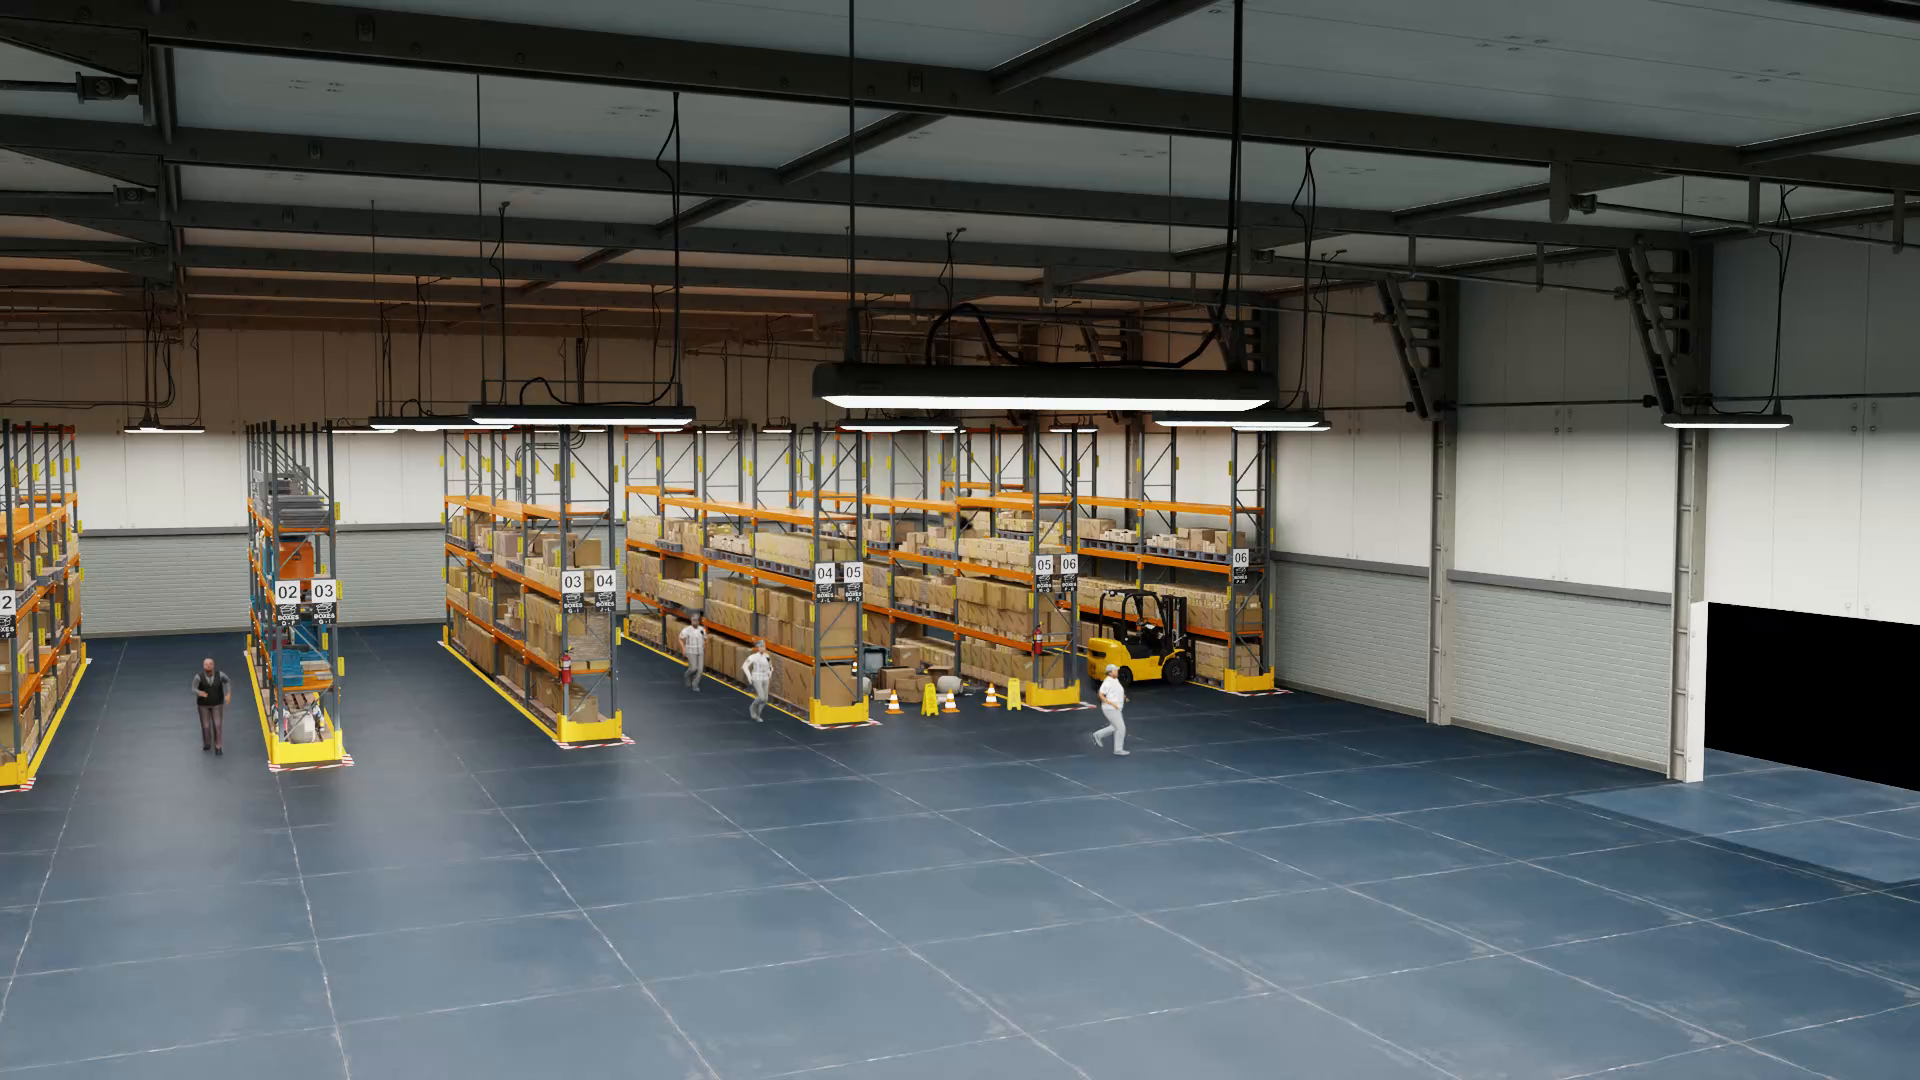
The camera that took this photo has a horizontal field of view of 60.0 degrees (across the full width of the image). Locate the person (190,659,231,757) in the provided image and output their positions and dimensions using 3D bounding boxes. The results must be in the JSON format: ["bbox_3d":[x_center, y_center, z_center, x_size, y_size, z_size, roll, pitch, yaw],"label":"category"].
[{"bbox_3d":[-13.432,3.018,29.827,0.675,1.798,0.748,-2,4,-24],"label":"person"}]

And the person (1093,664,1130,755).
[{"bbox_3d":[2.713,3.038,29.924,0.737,1.624,0.616,1,4,23],"label":"person"}]

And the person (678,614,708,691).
[{"bbox_3d":[-5.935,2.522,37.309,0.658,1.739,0.591,-2,4,-30],"label":"person"}]

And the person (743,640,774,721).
[{"bbox_3d":[-3.972,2.813,33.243,0.600,1.651,0.544,-3,5,-38],"label":"person"}]
